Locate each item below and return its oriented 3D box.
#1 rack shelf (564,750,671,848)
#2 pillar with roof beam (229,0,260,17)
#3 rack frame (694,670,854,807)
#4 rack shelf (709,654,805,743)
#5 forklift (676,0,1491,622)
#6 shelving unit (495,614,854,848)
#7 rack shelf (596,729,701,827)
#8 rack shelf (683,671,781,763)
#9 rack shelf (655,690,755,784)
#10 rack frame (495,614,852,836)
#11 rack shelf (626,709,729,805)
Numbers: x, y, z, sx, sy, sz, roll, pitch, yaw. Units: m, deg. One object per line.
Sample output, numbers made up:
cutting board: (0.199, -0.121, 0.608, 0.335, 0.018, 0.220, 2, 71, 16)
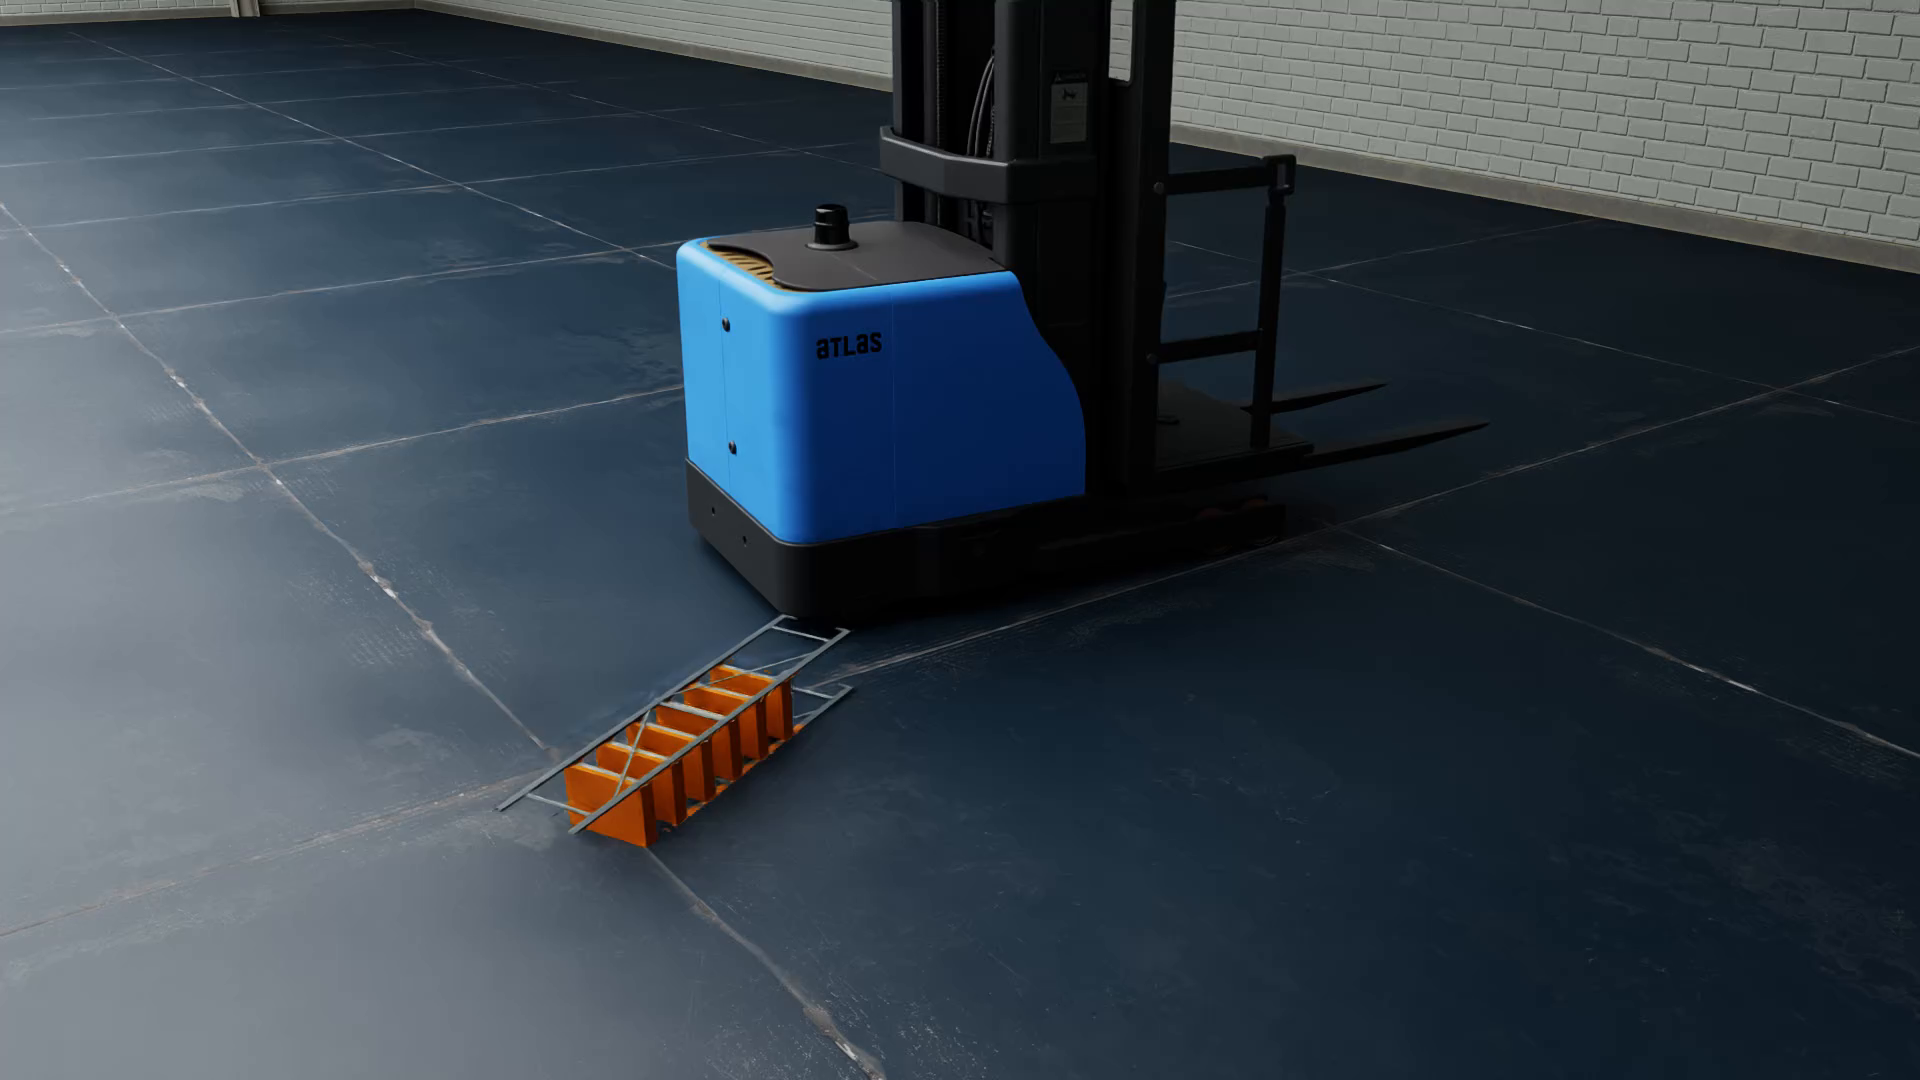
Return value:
rack shelf: (-0.852, 0.640, 4.124, 0.258, 0.180, 0.103, 11, 26, 26)
pillar with roof beam: (-9.637, -11.800, 23.389, 0.400, 9.000, 9.100, -15, 26, -33)
rack frame: (-0.700, 0.616, 4.415, 0.240, 0.006, 1.200, 11, 26, 26)
rack shelf: (-0.566, 0.434, 4.609, 0.258, 0.180, 0.103, 11, 26, 26)
forklift: (0.583, -1.469, 5.686, 3.031, 2.935, 1.130, -11, 24, -25)
shelving unit: (-0.701, 0.532, 4.379, 0.258, 0.189, 1.200, 11, 26, 26)
rack shelf: (-0.794, 0.599, 4.221, 0.258, 0.180, 0.103, 11, 26, 26)
rack shelf: (-0.623, 0.475, 4.512, 0.258, 0.180, 0.103, 11, 26, 26)
rack shelf: (-0.680, 0.516, 4.415, 0.258, 0.180, 0.103, 11, 26, 26)
rack frame: (-0.702, 0.447, 4.344, 0.240, 0.006, 1.200, 11, 26, 26)
rack shelf: (-0.737, 0.558, 4.318, 0.258, 0.180, 0.103, 11, 26, 26)
